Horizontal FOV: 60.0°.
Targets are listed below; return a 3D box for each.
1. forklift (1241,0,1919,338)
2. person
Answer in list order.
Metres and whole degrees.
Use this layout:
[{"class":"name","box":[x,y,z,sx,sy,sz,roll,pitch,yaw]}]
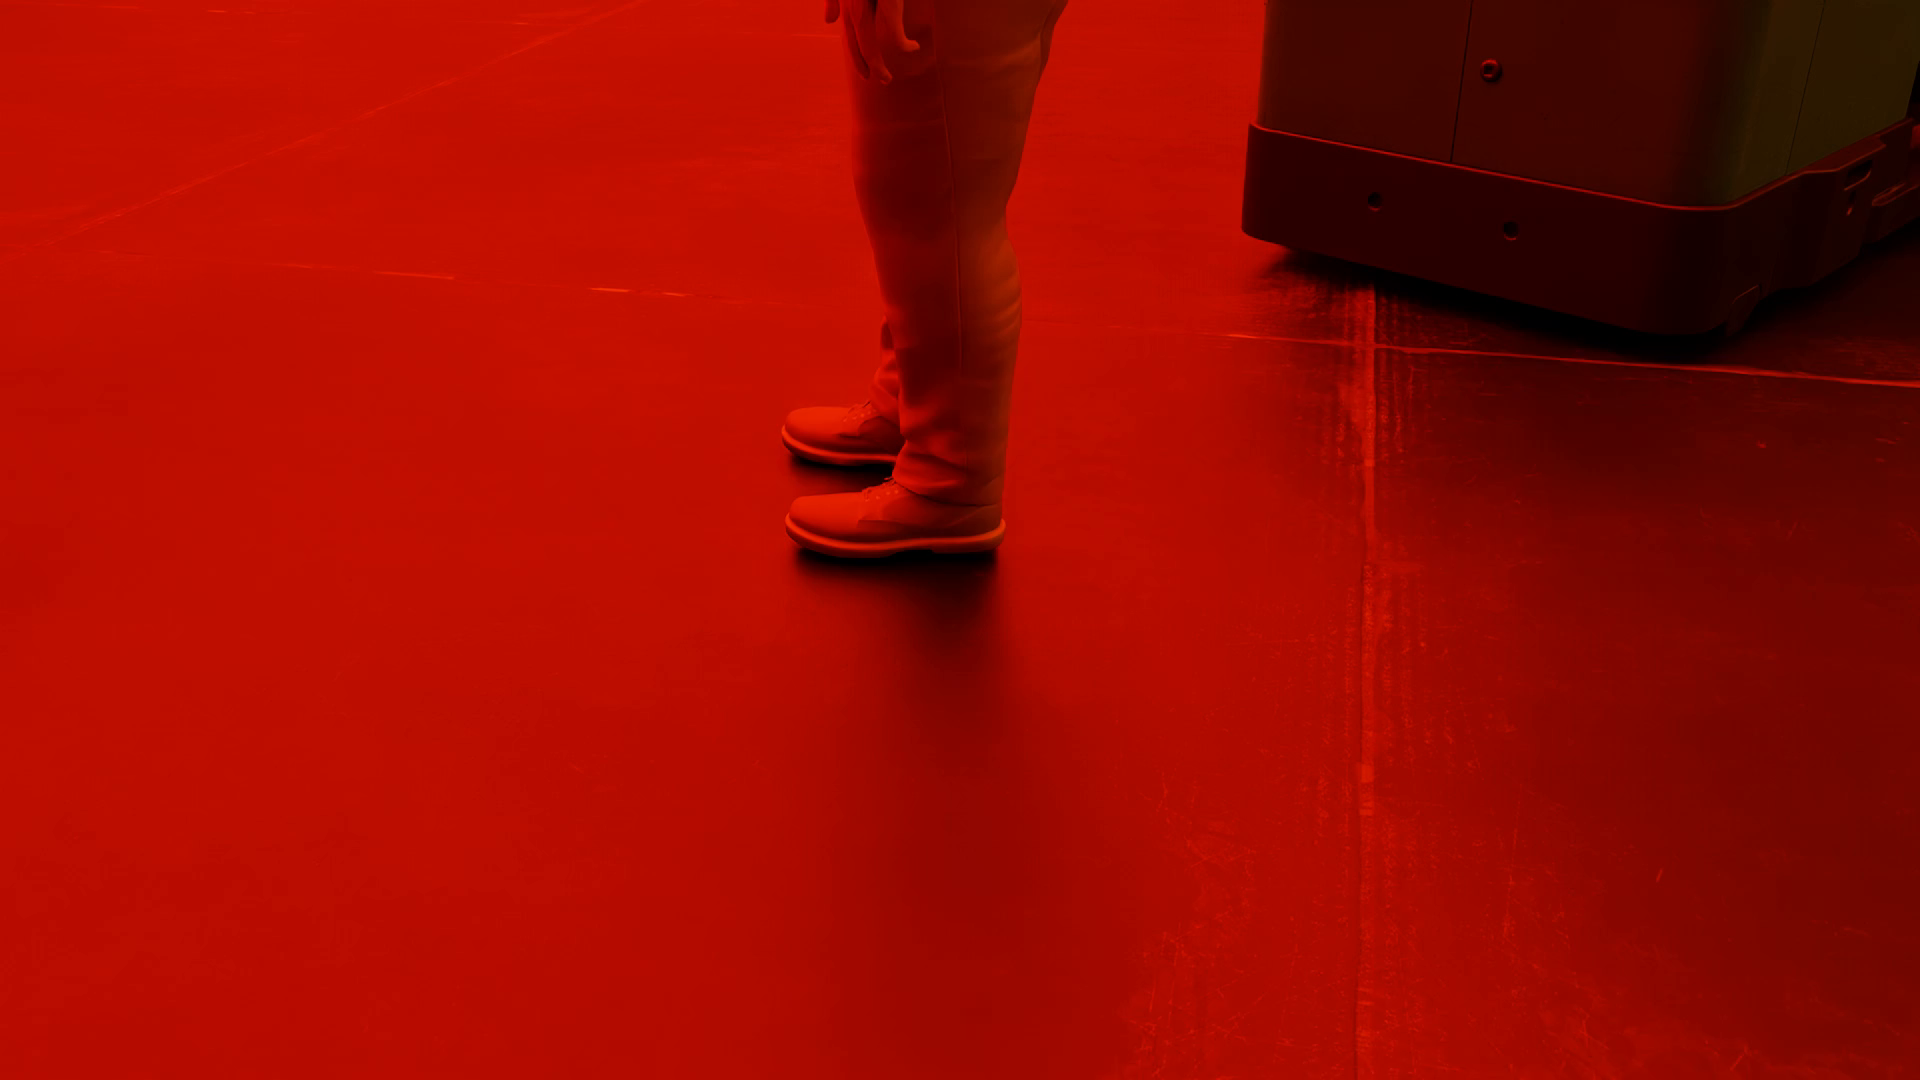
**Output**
[{"class":"forklift","box":[2.014,-2.259,3.723,1.130,2.935,3.031,24,35,38]},{"class":"person","box":[-0.085,-0.793,2.135,0.550,1.728,0.640,6,27,11]}]
